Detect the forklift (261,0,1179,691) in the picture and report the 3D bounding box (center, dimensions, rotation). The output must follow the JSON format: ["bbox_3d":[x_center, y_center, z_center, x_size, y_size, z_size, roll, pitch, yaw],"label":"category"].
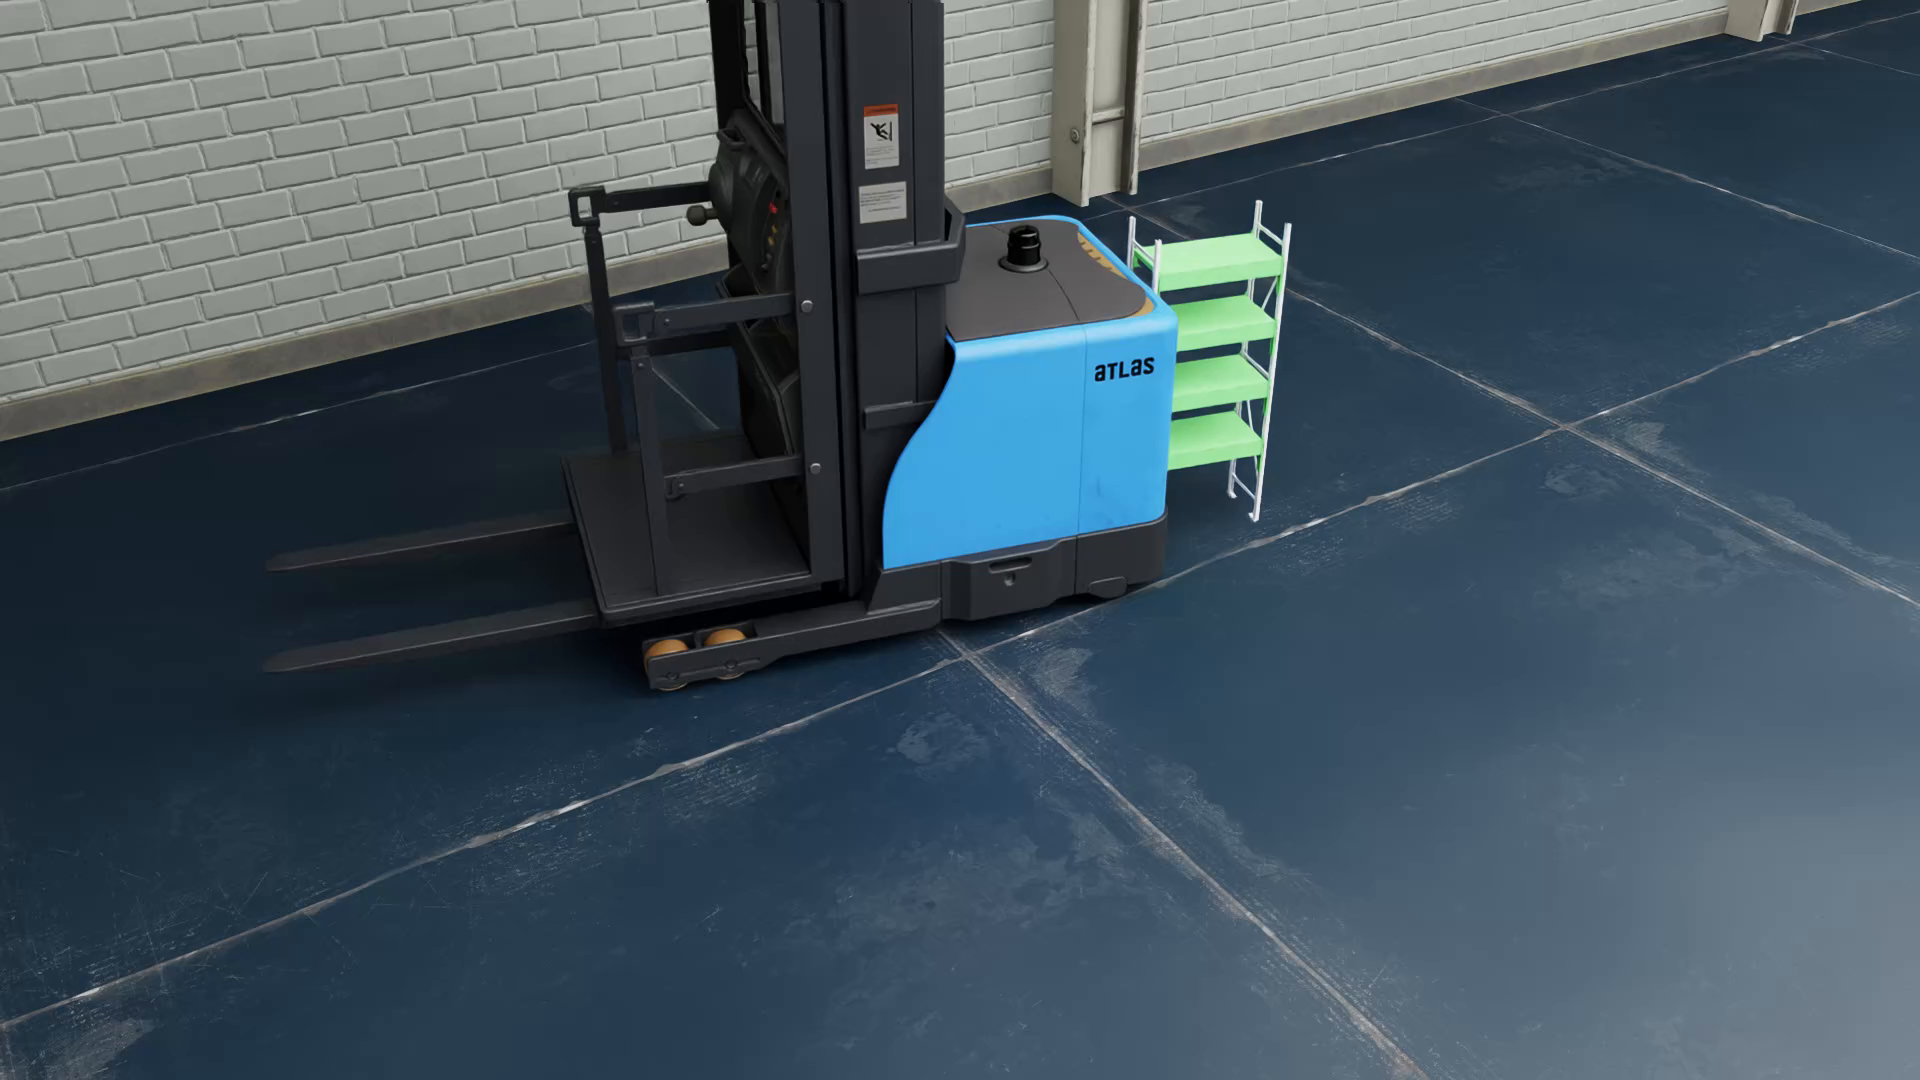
[{"bbox_3d":[-0.843,-1.062,5.186,3.031,2.935,1.130,-10,34,-15],"label":"forklift"}]

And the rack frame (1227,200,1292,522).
[{"bbox_3d":[1.097,-0.639,6.138,0.015,1.200,0.240,-10,34,-15],"label":"rack frame"}]

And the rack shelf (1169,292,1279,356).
[{"bbox_3d":[0.865,-0.747,5.979,0.480,0.148,0.258,-10,34,-15],"label":"rack shelf"}]

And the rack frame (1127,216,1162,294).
[{"bbox_3d":[0.634,-0.557,6.008,0.015,1.200,0.240,-10,34,-15],"label":"rack frame"}]

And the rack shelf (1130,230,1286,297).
[{"bbox_3d":[0.865,-0.950,5.851,0.480,0.148,0.258,-10,34,-15],"label":"rack shelf"}]

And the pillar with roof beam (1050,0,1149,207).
[{"bbox_3d":[3.081,-3.835,3.895,0.400,9.000,9.100,-19,37,-27],"label":"pillar with roof beam"}]

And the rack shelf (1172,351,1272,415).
[{"bbox_3d":[0.865,-0.544,6.107,0.480,0.148,0.258,-10,34,-15],"label":"rack shelf"}]

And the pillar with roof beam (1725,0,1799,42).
[{"bbox_3d":[8.124,-5.570,6.645,0.400,9.000,9.100,-19,37,-27],"label":"pillar with roof beam"}]

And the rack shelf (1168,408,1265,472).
[{"bbox_3d":[0.865,-0.341,6.235,0.480,0.148,0.258,-10,34,-15],"label":"rack shelf"}]

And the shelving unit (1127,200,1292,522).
[{"bbox_3d":[0.865,-0.598,6.073,0.503,1.200,0.258,-10,34,-15],"label":"shelving unit"}]
